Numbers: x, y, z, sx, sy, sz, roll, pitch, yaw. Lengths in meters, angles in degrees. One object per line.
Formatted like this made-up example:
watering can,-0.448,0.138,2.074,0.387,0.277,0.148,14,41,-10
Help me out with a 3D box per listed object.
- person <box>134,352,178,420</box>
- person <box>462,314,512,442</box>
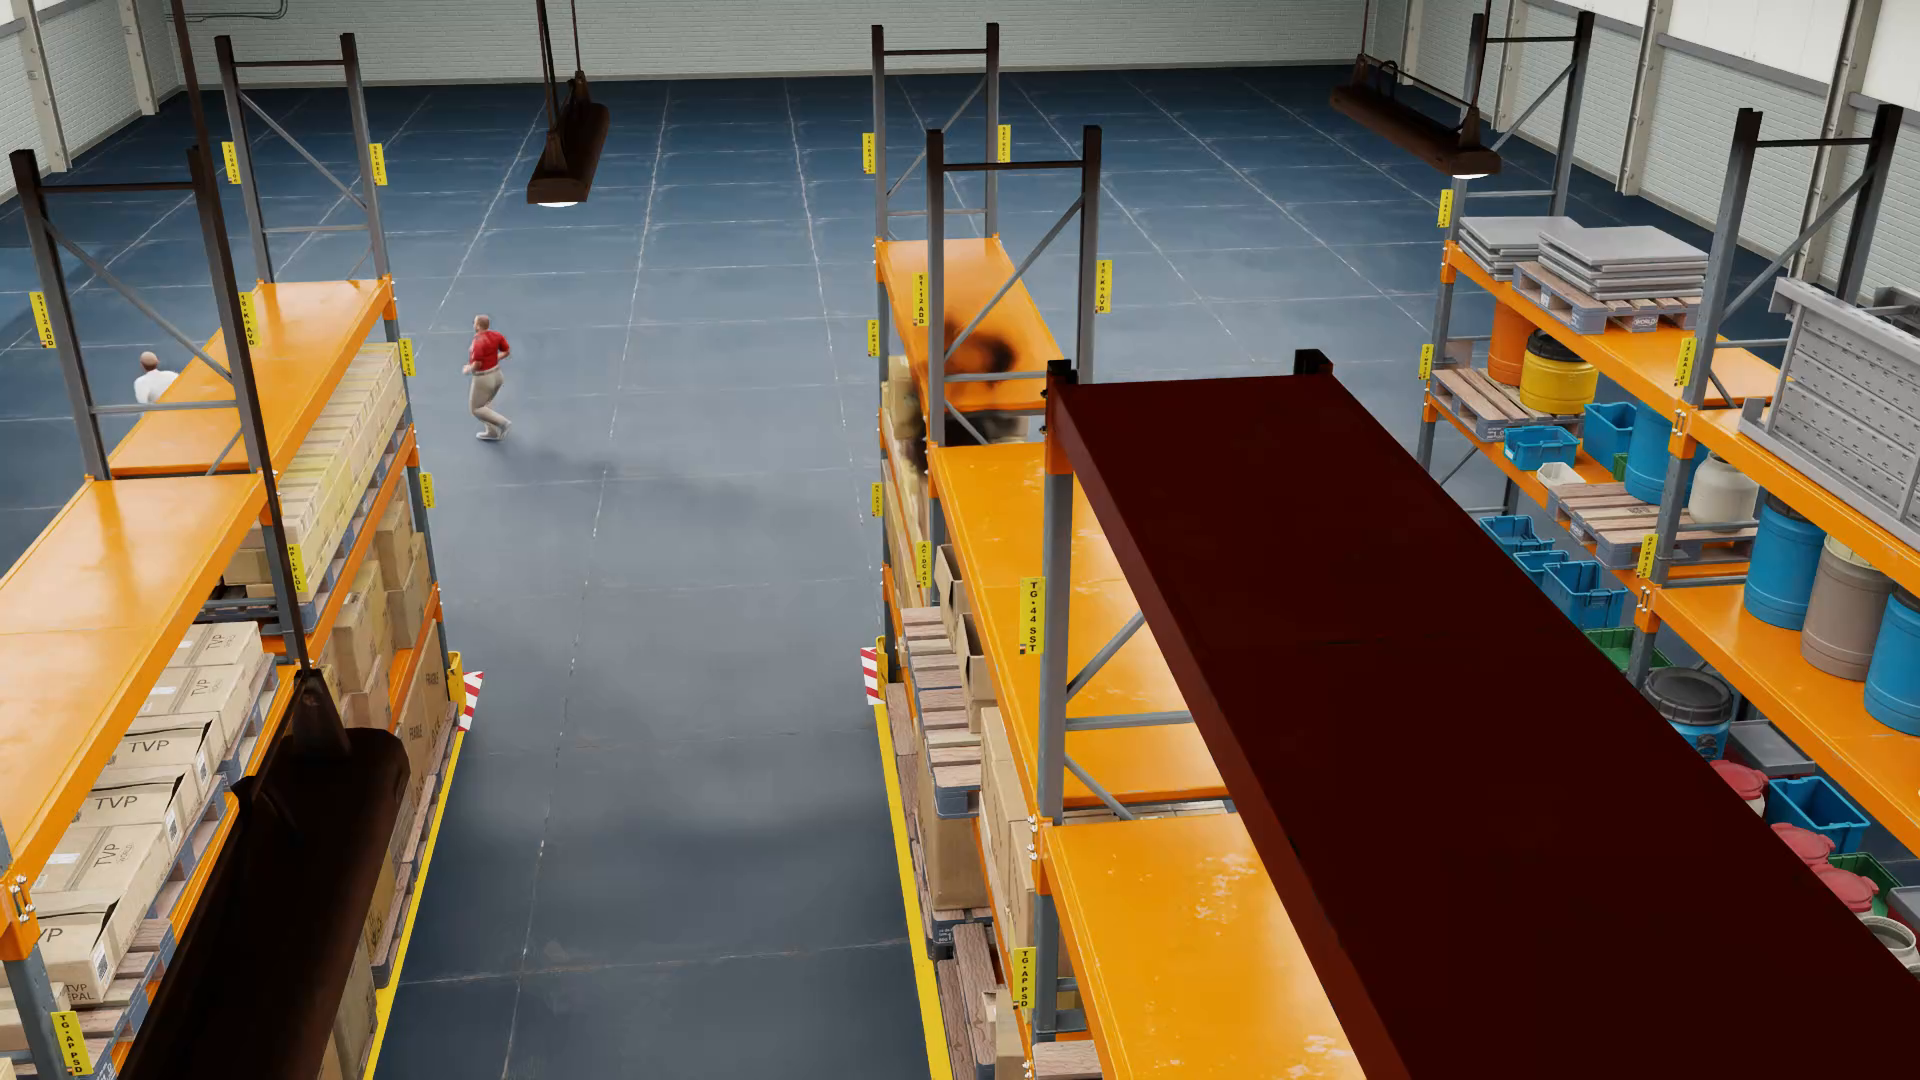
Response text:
person,-9.119,-1.275,19.122,0.984,1.819,0.668,20,32,35
person,-5.892,-2.017,20.785,0.602,1.675,0.664,10,27,20
